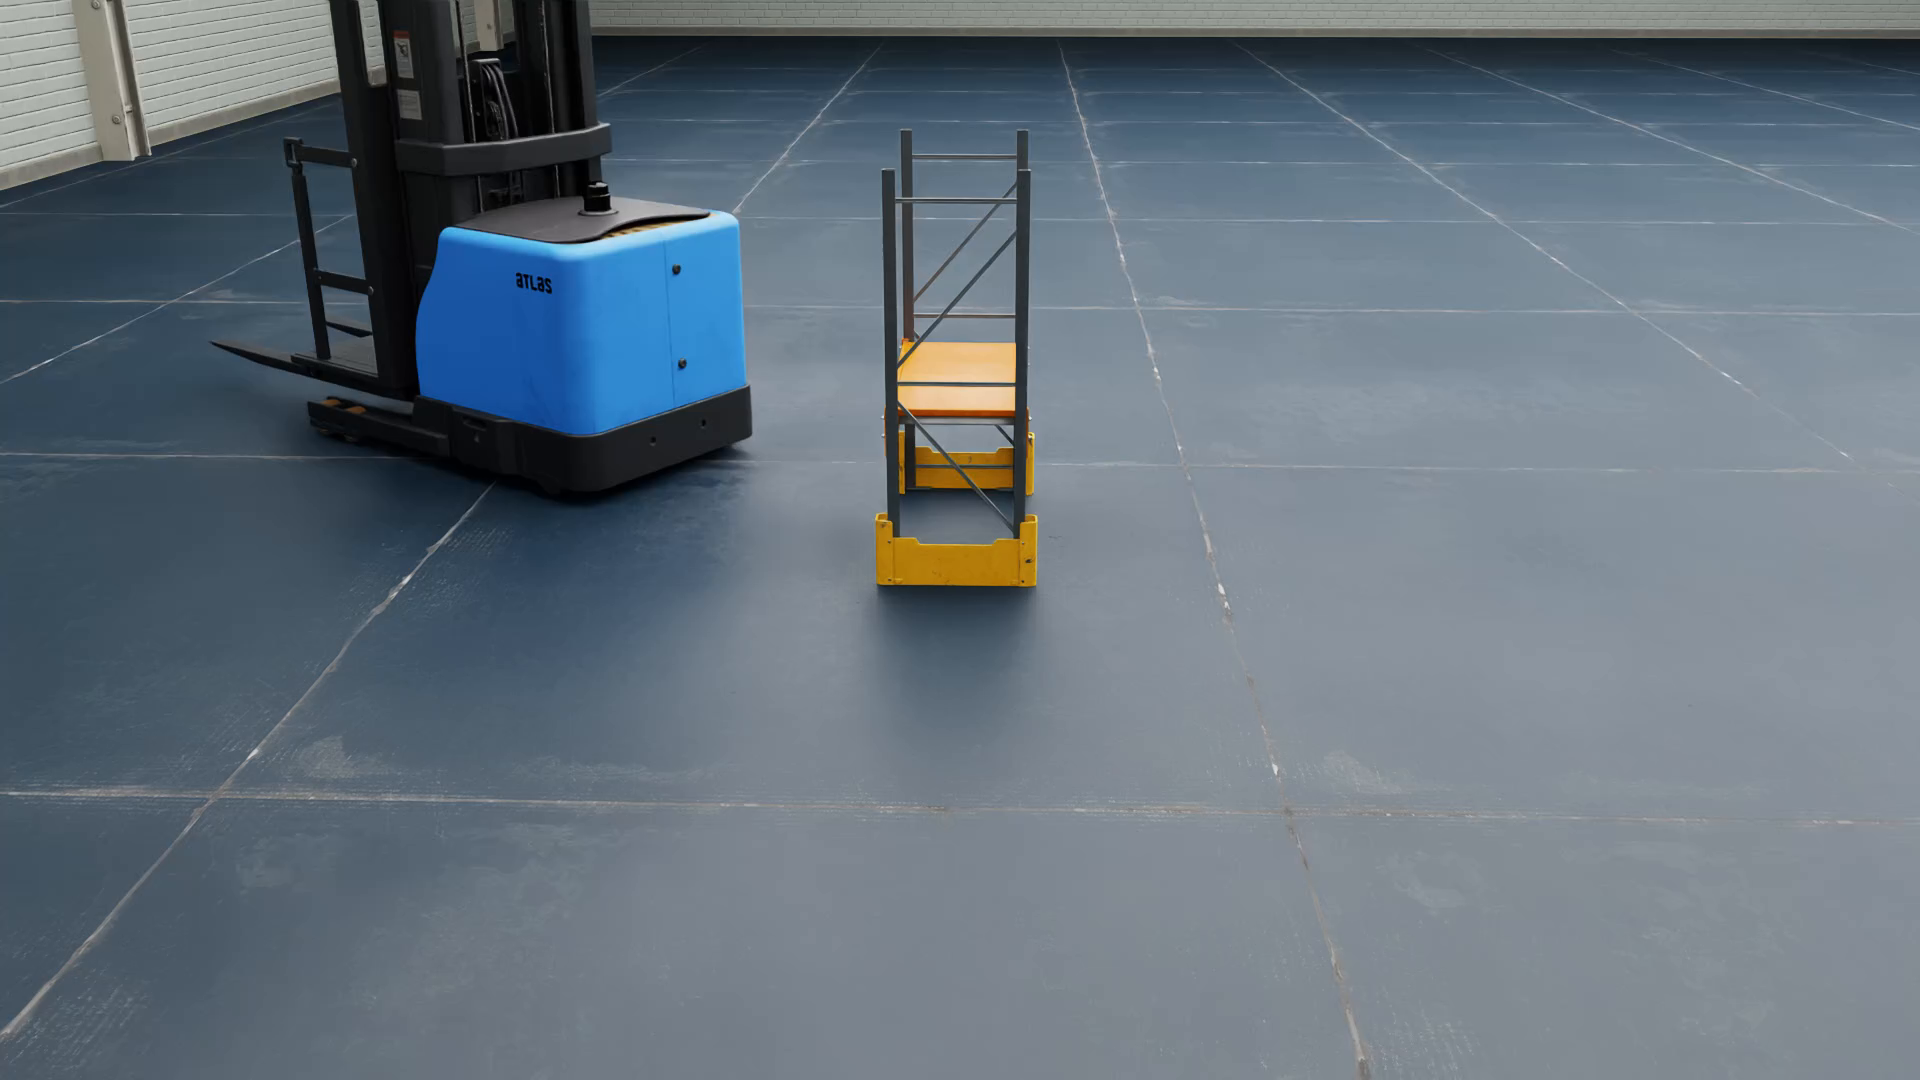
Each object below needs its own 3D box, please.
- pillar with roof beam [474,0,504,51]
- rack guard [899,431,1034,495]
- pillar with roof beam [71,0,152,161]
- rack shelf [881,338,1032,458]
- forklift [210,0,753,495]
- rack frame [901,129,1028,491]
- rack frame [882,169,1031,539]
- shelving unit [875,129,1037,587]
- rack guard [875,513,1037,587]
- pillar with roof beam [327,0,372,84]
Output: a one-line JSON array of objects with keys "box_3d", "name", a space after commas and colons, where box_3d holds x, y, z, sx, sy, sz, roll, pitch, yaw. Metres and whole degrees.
[{"box_3d": [-3.371, -12.174, 25.464, 9.100, 9.000, 0.400, 1, 21, 2], "name": "pillar with roof beam"}, {"box_3d": [0.017, -0.324, 7.019, 0.587, 0.250, 0.087, 1, 21, 2], "name": "rack guard"}, {"box_3d": [-3.736, -7.835, 14.282, 9.100, 9.000, 0.400, 1, 21, 2], "name": "pillar with roof beam"}, {"box_3d": [0.003, -0.562, 6.402, 0.538, 0.185, 1.000, 1, 21, 2], "name": "rack shelf"}, {"box_3d": [-2.435, -1.956, 7.519, 3.031, 2.935, 1.130, 15, 26, 33], "name": "forklift"}, {"box_3d": [0.018, -0.914, 6.811, 0.500, 1.500, 0.032, 1, 21, 2], "name": "rack frame"}, {"box_3d": [-0.013, -0.546, 5.863, 0.500, 1.500, 0.032, 1, 21, 2], "name": "rack frame"}, {"box_3d": [0.002, -0.727, 6.329, 0.587, 1.500, 1.083, 1, 21, 2], "name": "shelving unit"}, {"box_3d": [-0.013, 0.036, 6.091, 0.587, 0.250, 0.087, 1, 21, 2], "name": "rack guard"}, {"box_3d": [-3.553, -10.005, 19.873, 9.100, 9.000, 0.400, 1, 21, 2], "name": "pillar with roof beam"}]
